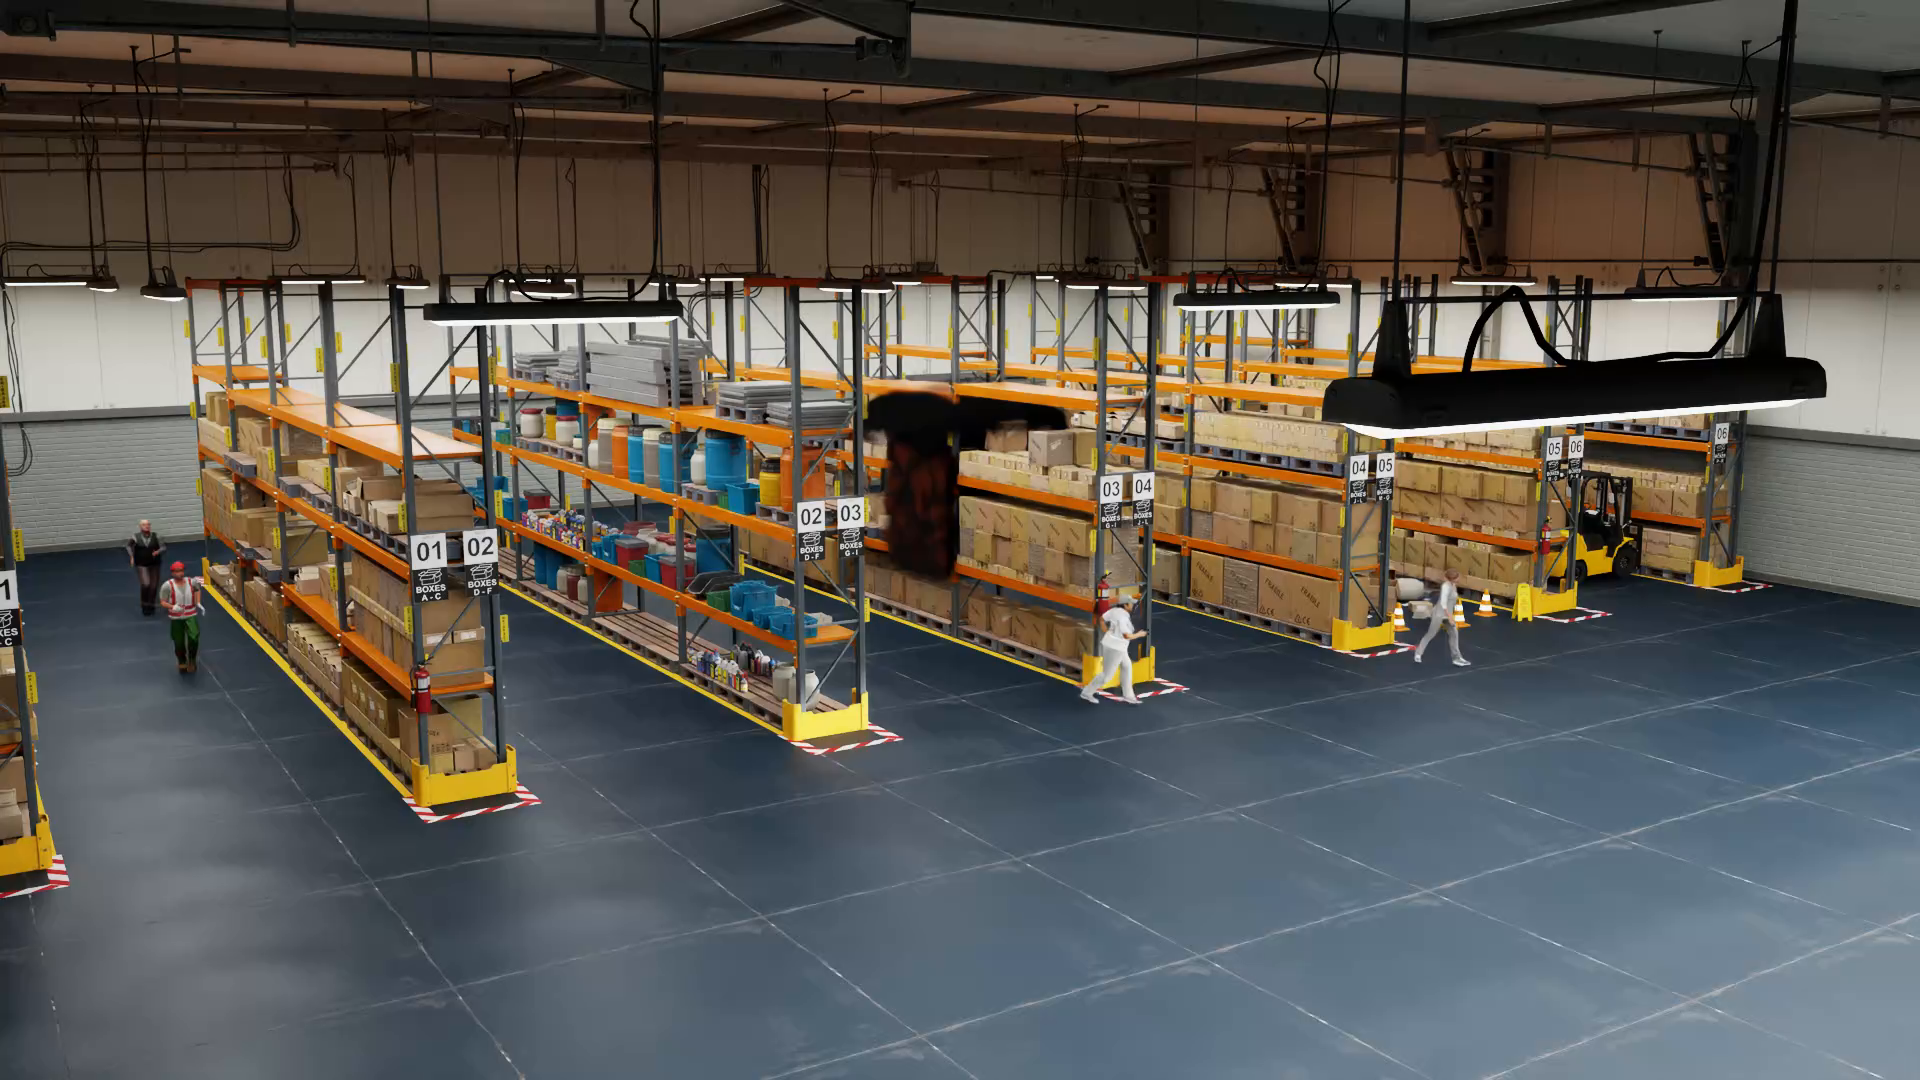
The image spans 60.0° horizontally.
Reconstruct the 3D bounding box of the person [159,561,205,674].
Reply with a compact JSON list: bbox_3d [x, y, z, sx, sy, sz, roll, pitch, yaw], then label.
[{"bbox_3d":[-11.919,1.195,25.537,0.637,1.766,0.778,-6,11,-31],"label":"person"}]

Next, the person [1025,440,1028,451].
[{"bbox_3d":[2.027,-2.367,46.523,0.702,1.784,1.053,8,13,40],"label":"person"}]

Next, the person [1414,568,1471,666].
[{"bbox_3d":[7.629,1.199,26.215,0.846,1.543,0.548,7,12,37],"label":"person"}]

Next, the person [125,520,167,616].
[{"bbox_3d":[-14.613,0.493,29.939,0.642,1.746,0.714,-6,11,-33],"label":"person"}]

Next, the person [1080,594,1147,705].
[{"bbox_3d":[2.183,1.580,23.712,0.956,1.656,0.607,-1,10,-3],"label":"person"}]
